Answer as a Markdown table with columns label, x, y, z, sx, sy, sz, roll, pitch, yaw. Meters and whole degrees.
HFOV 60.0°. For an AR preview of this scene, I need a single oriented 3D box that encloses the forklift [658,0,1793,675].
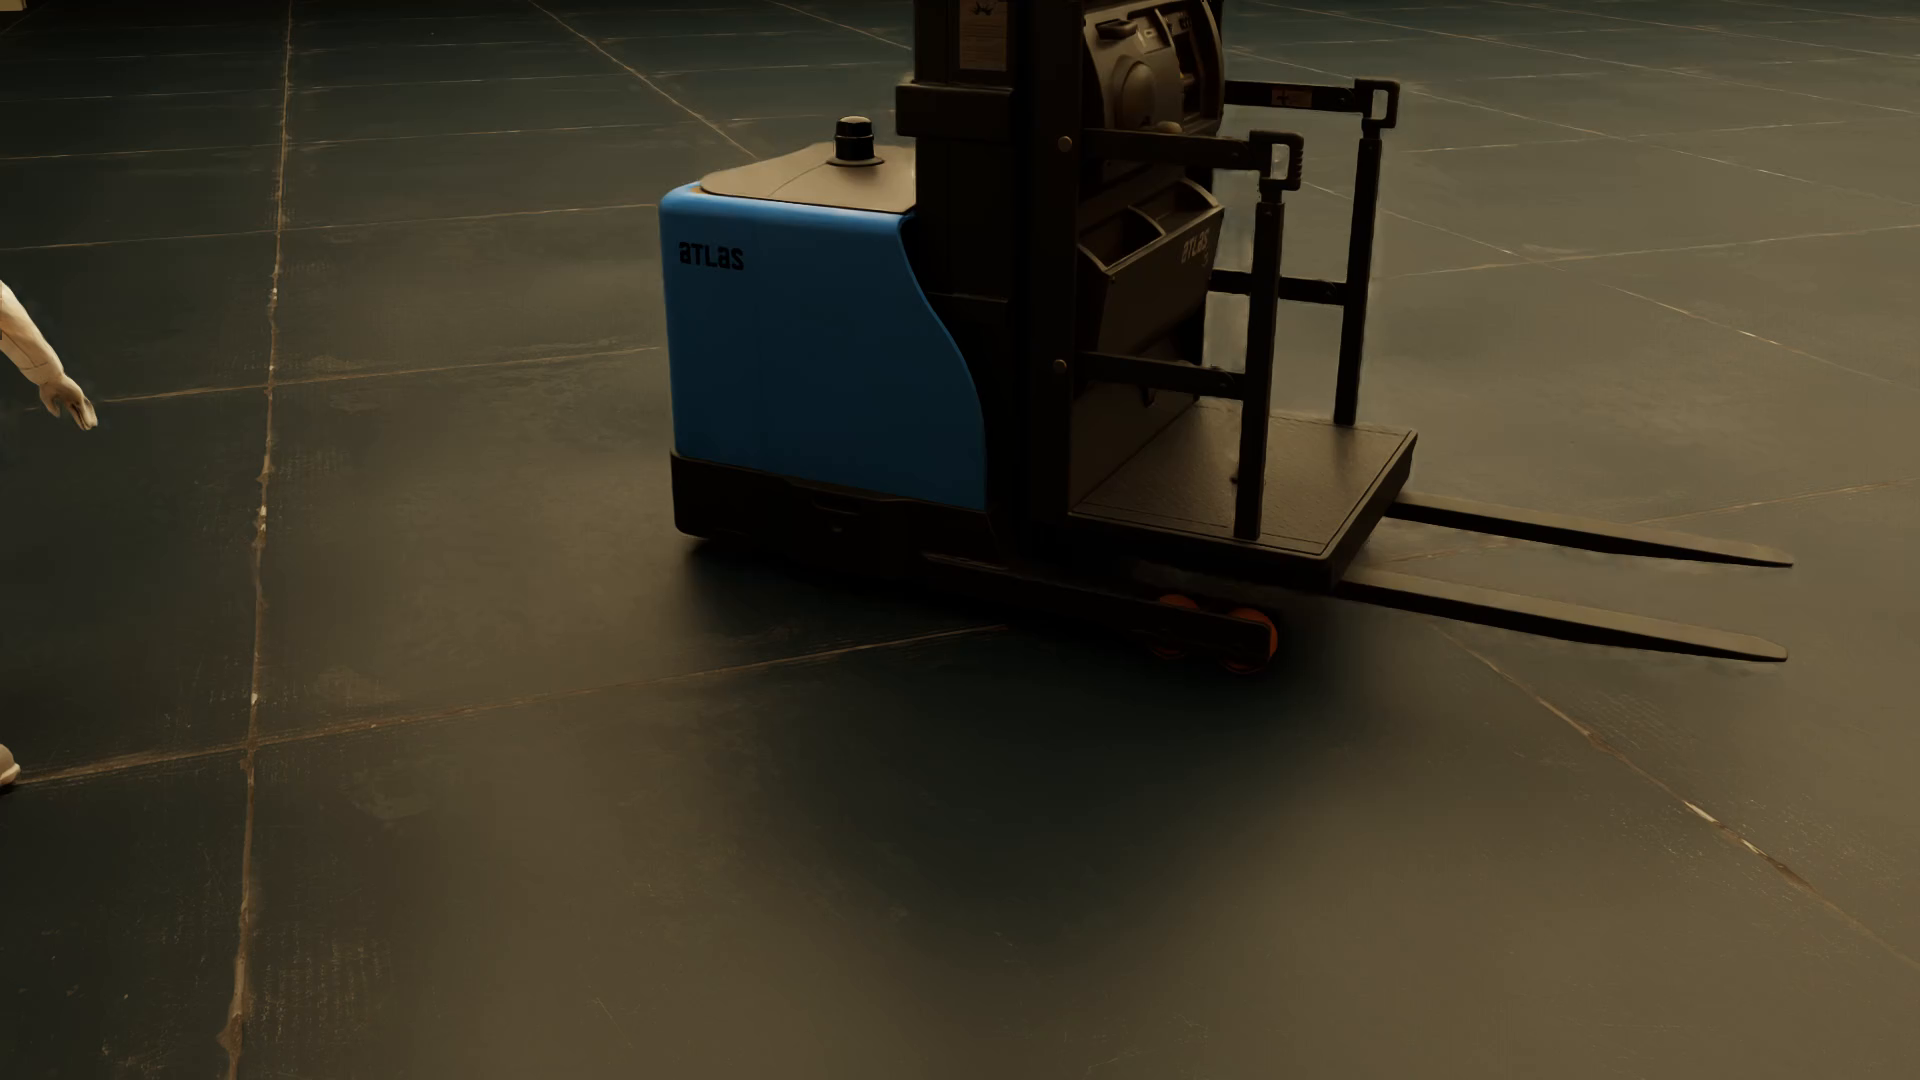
| label | x | y | z | sx | sy | sz | roll | pitch | yaw |
| --- | --- | --- | --- | --- | --- | --- | --- | --- | --- |
| forklift | 0.696 | -1.242 | 4.251 | 3.031 | 2.935 | 1.130 | 11 | 25 | 24 |

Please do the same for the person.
| label | x | y | z | sx | sy | sz | roll | pitch | yaw |
| --- | --- | --- | --- | --- | --- | --- | --- | --- | --- |
| person | -2.428 | -0.217 | 3.644 | 0.732 | 1.526 | 0.701 | 9 | 24 | 21 |
